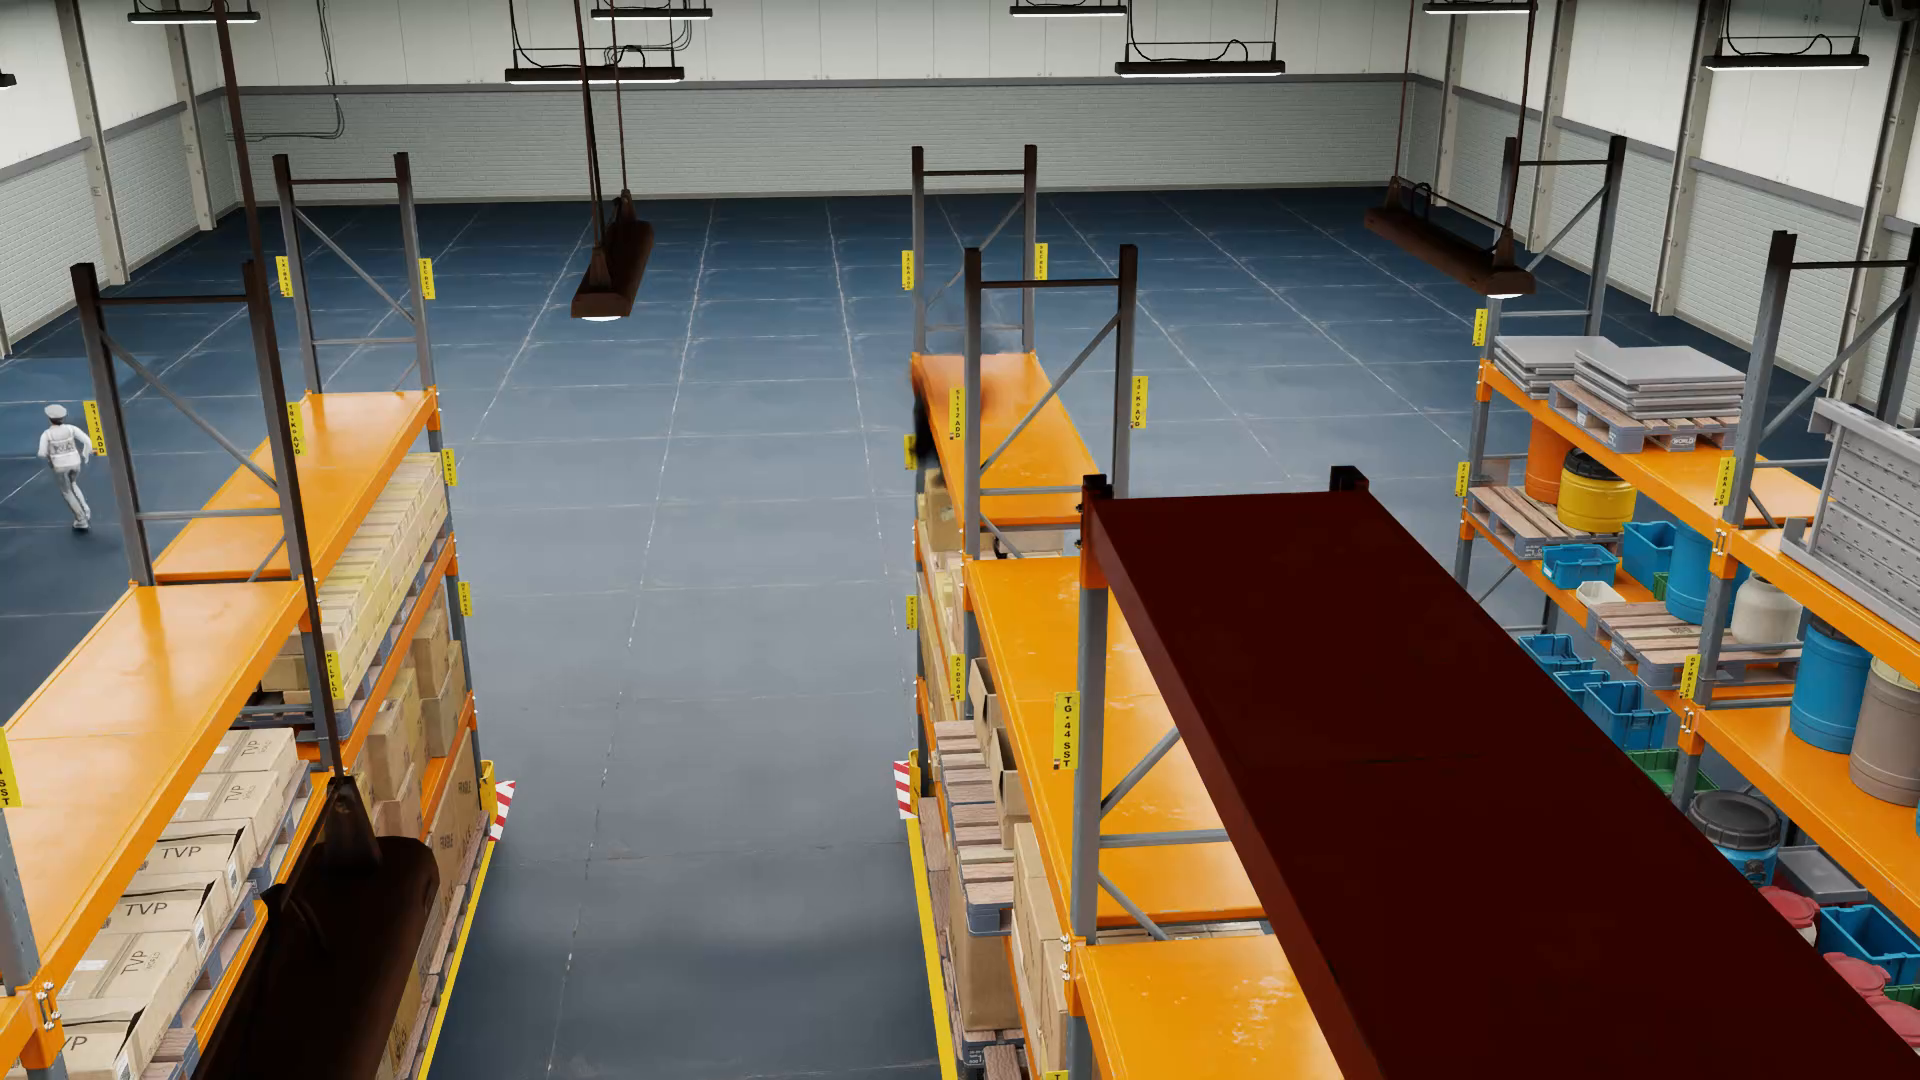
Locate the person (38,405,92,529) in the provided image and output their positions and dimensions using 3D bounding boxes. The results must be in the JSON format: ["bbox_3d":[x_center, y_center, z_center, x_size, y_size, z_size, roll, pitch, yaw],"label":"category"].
[{"bbox_3d":[-11.737,-0.978,21.820,0.644,1.665,0.593,16,27,35],"label":"person"}]
